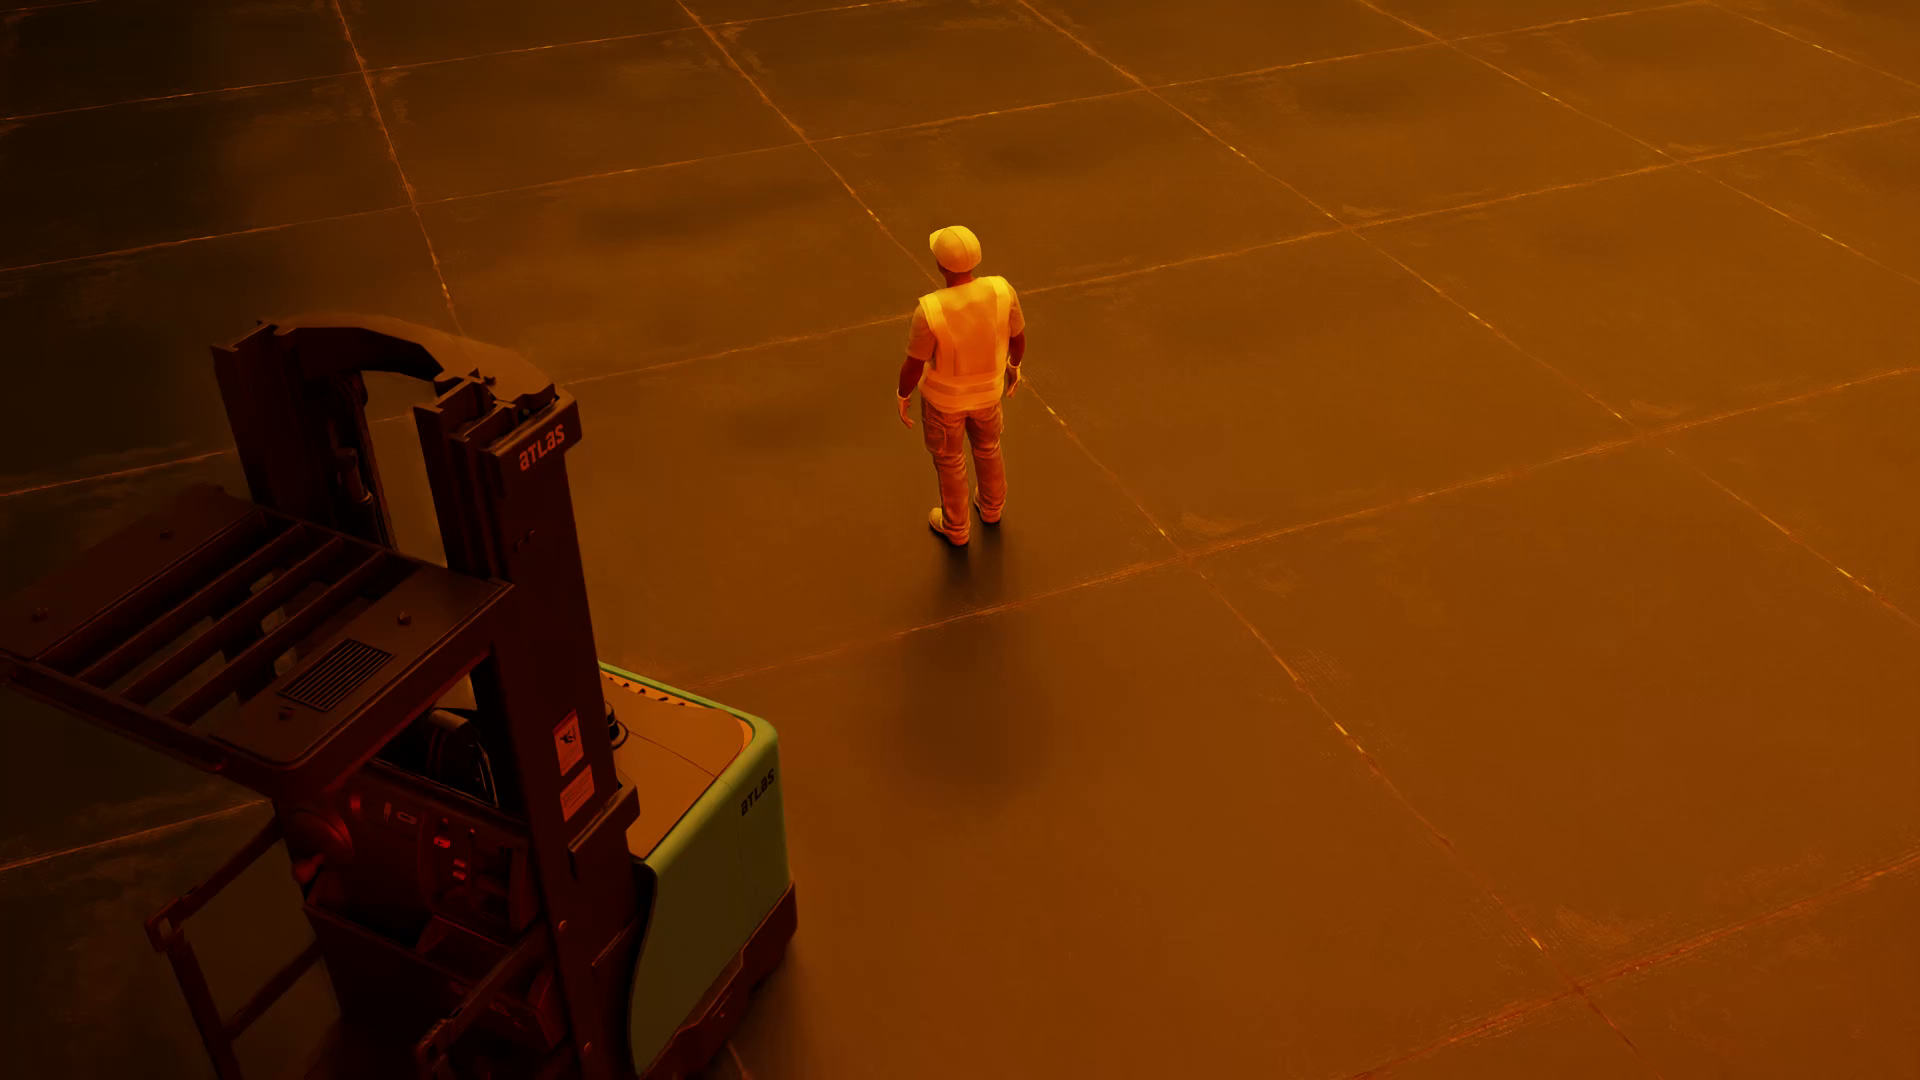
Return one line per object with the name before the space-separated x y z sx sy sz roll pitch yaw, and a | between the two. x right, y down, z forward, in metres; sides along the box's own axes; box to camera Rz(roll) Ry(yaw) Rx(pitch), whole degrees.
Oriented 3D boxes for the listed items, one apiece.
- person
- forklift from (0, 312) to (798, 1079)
person | -0.020 -0.773 8.163 0.656 1.781 0.577 -14 38 -19
forklift | -1.738 0.966 4.741 1.130 2.935 3.031 16 38 21
